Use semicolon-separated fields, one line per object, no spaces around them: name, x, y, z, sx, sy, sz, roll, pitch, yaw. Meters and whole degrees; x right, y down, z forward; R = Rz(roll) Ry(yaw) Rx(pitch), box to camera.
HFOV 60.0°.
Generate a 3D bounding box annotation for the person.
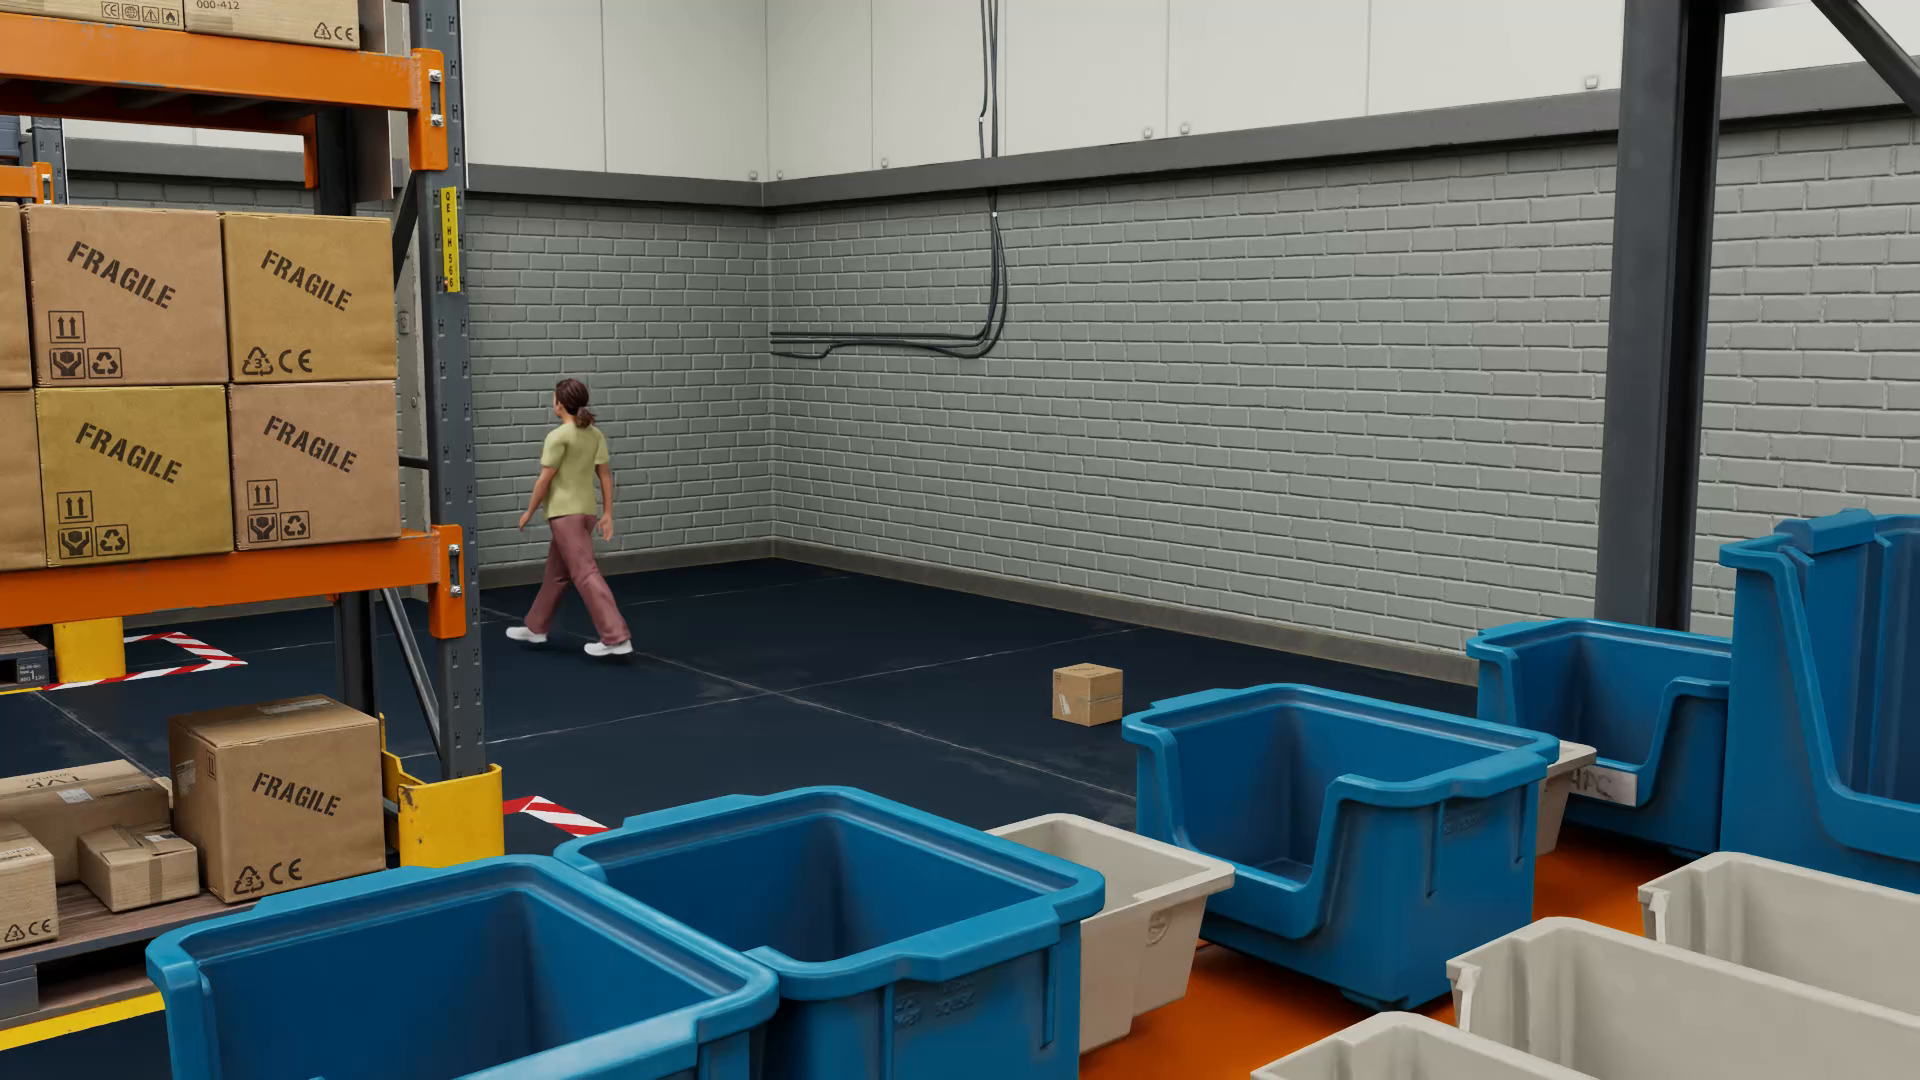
person;-2.359;-0.131;9.789;1.024;1.580;0.457;4;8;26
